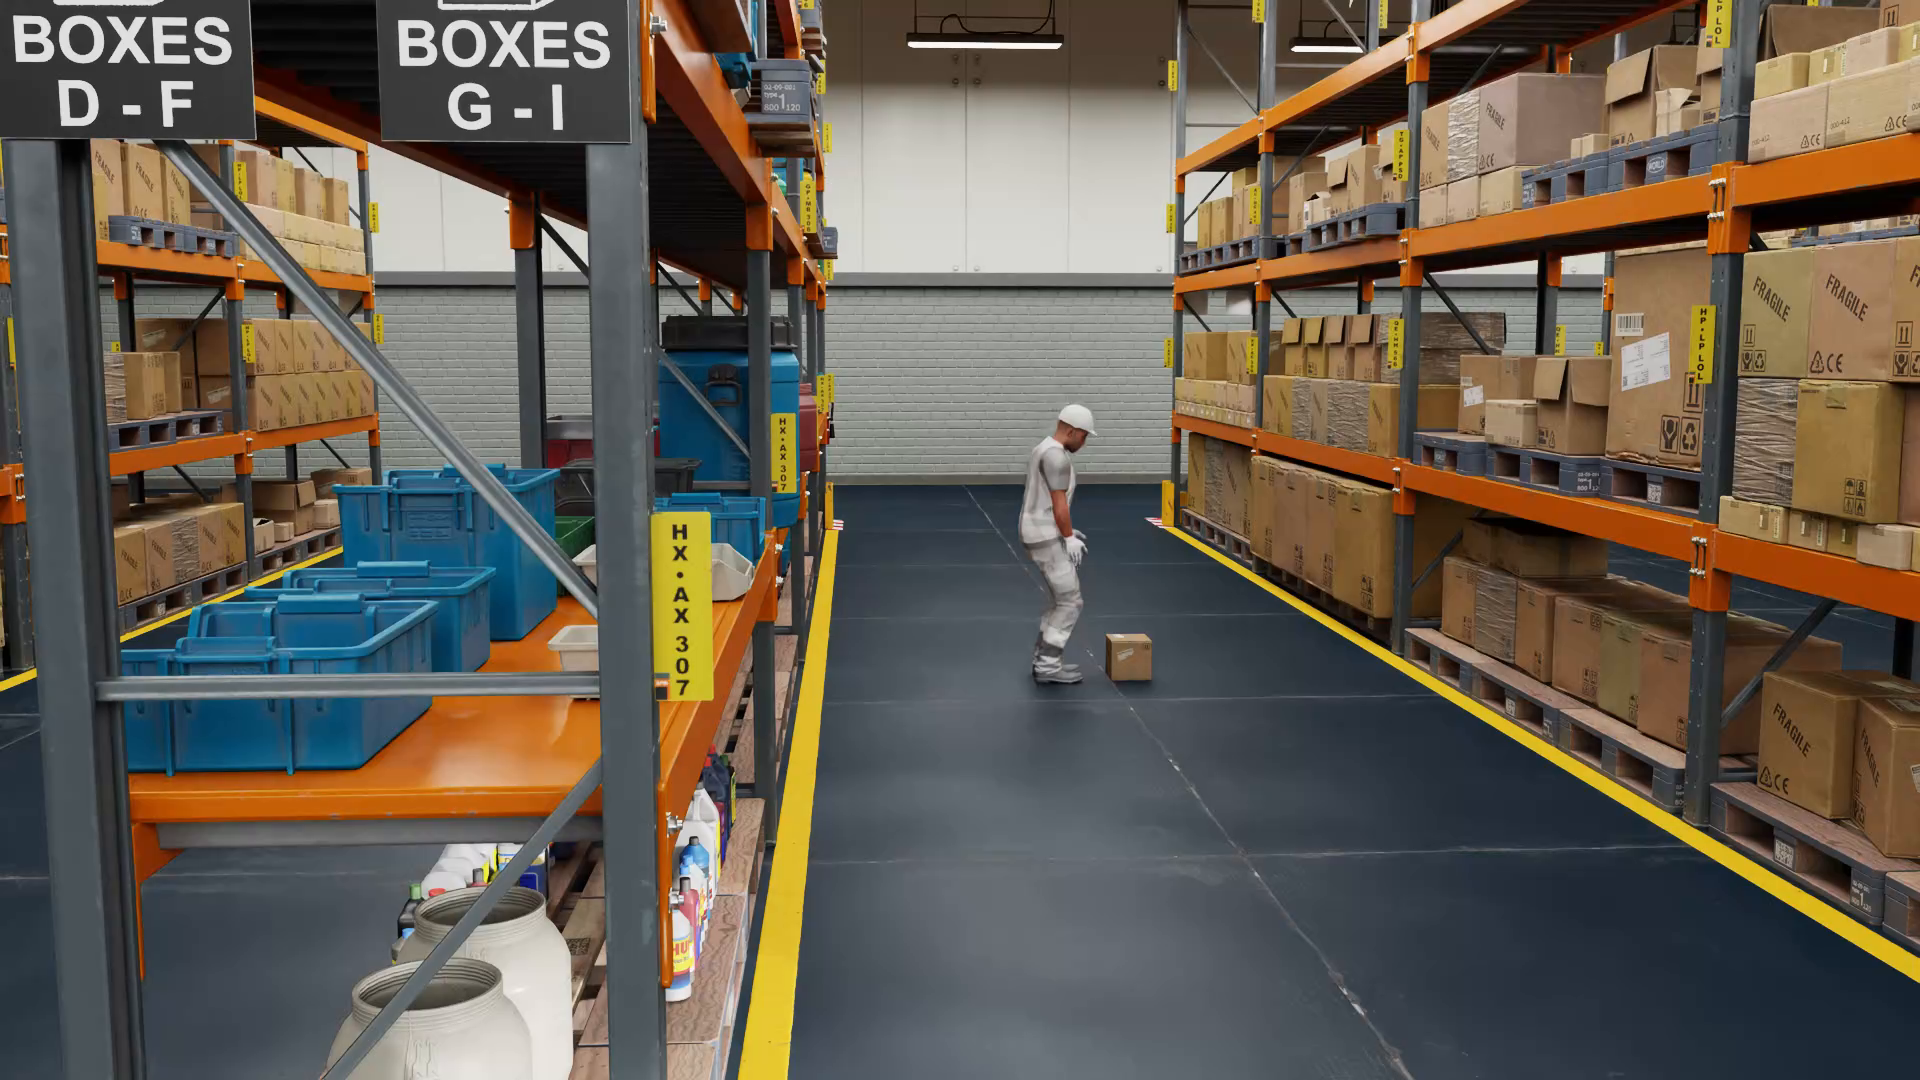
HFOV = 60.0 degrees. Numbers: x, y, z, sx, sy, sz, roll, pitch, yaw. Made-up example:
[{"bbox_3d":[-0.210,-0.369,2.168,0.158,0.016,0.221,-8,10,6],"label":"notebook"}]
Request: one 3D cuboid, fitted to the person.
[{"bbox_3d":[0.611,0.014,10.355,0.496,1.712,0.551,0,7,-2],"label":"person"}]
